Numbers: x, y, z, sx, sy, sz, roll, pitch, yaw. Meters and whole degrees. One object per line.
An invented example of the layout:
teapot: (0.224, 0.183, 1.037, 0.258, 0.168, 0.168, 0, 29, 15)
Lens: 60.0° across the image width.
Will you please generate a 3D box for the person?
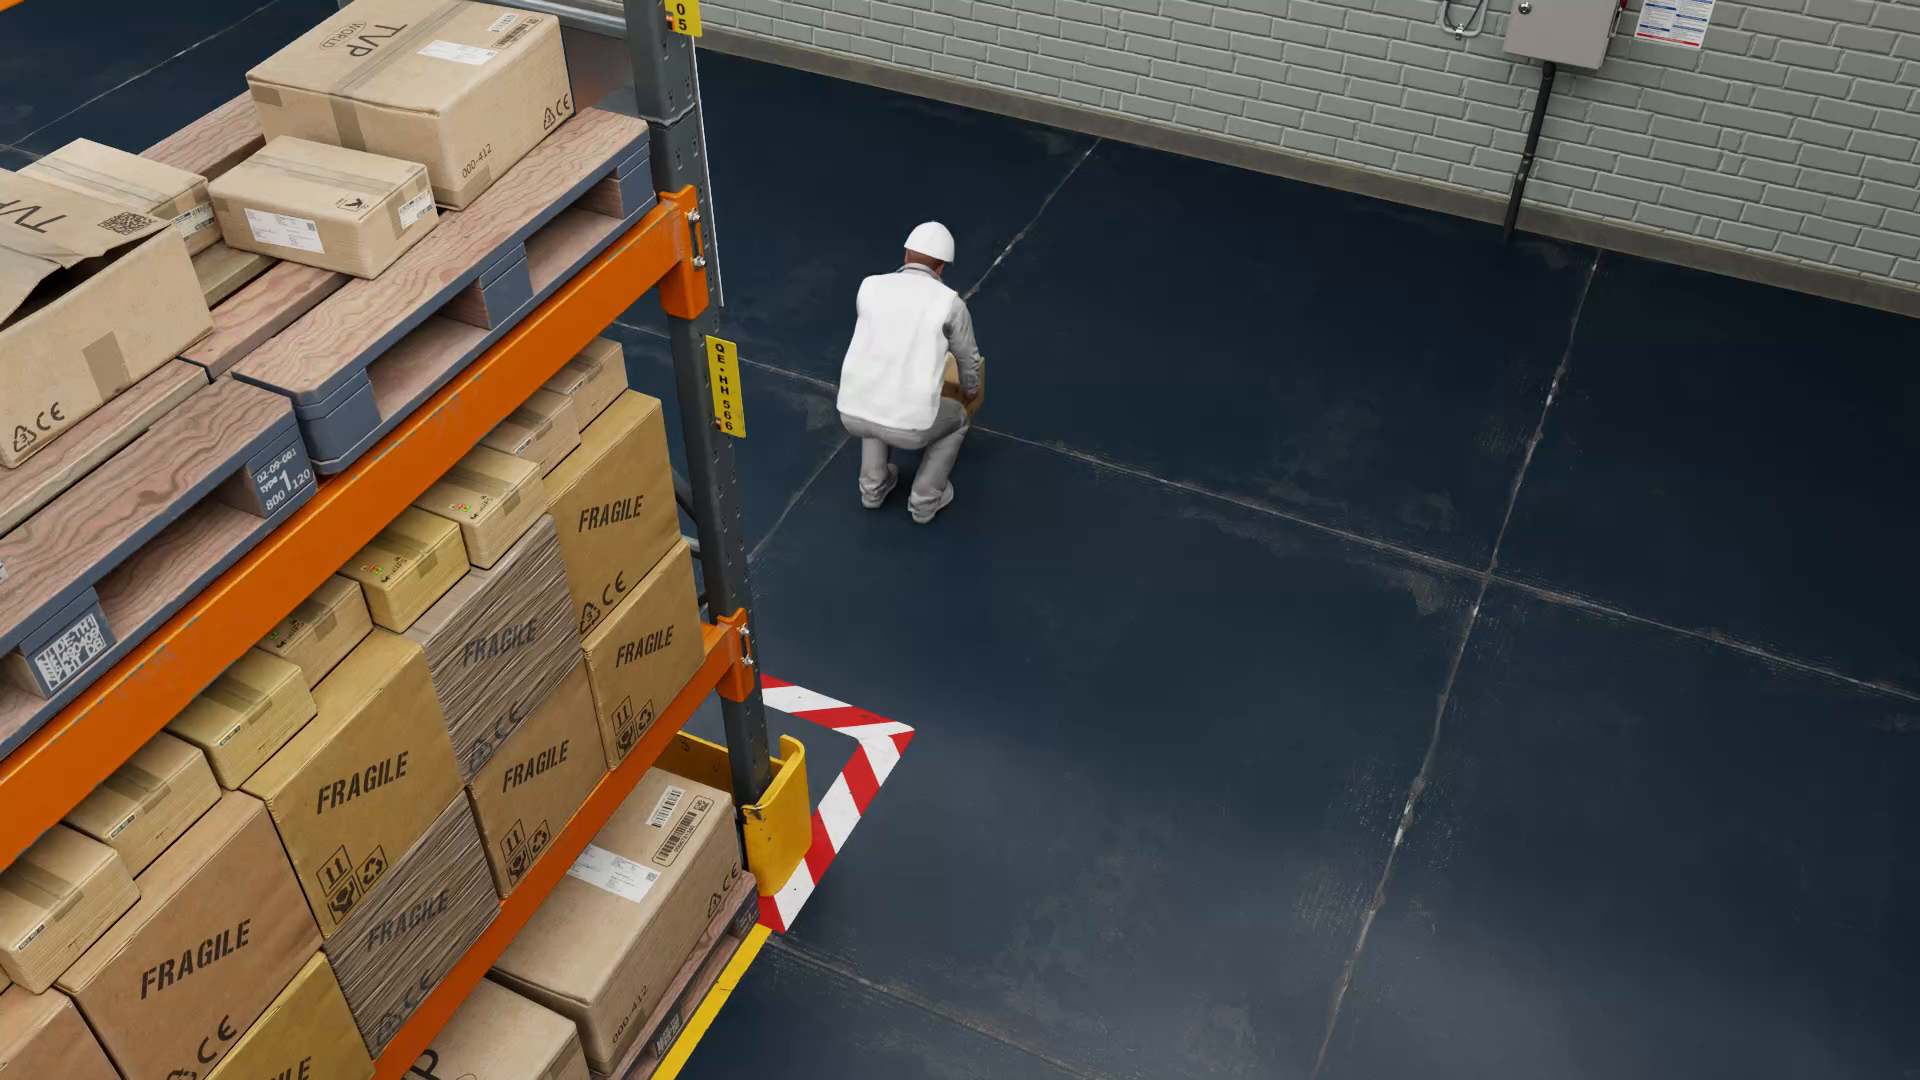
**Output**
person: (-0.245, -0.715, 7.359, 0.575, 1.222, 0.844, 17, 45, 18)
